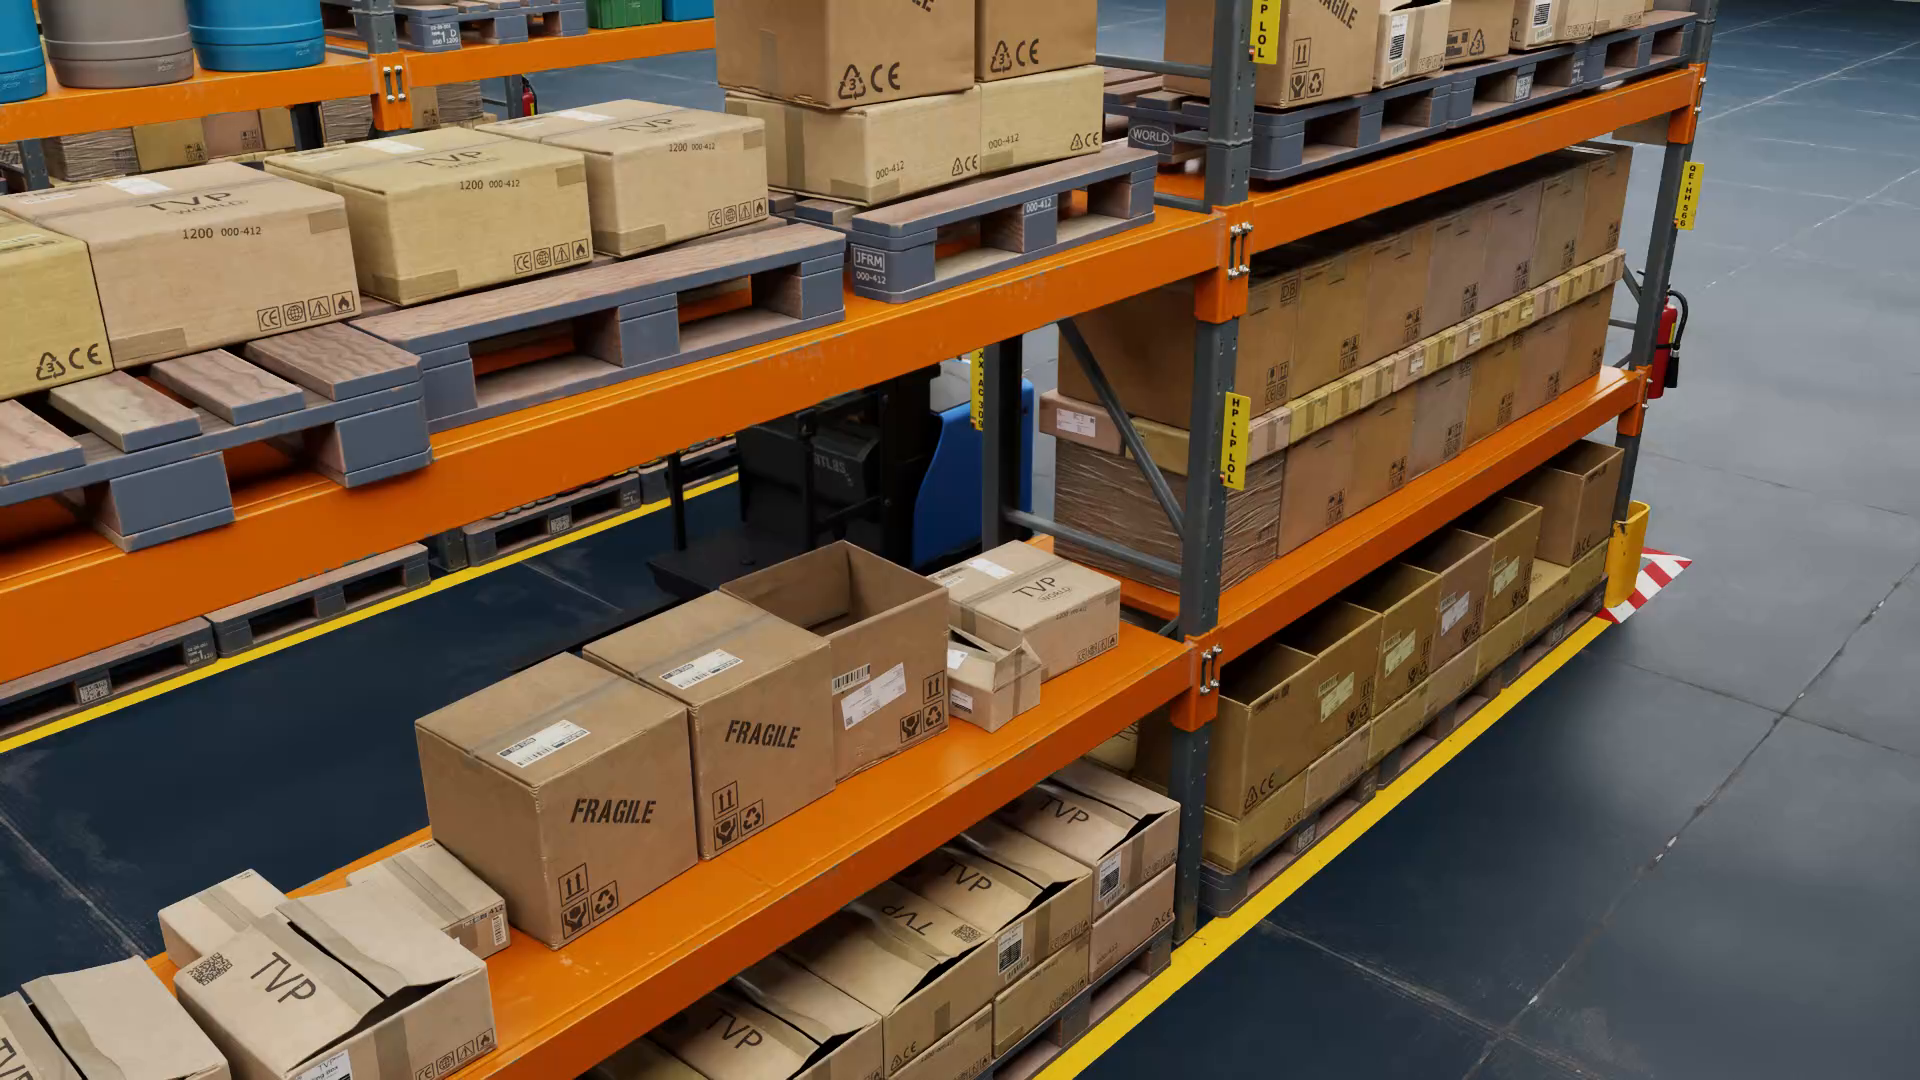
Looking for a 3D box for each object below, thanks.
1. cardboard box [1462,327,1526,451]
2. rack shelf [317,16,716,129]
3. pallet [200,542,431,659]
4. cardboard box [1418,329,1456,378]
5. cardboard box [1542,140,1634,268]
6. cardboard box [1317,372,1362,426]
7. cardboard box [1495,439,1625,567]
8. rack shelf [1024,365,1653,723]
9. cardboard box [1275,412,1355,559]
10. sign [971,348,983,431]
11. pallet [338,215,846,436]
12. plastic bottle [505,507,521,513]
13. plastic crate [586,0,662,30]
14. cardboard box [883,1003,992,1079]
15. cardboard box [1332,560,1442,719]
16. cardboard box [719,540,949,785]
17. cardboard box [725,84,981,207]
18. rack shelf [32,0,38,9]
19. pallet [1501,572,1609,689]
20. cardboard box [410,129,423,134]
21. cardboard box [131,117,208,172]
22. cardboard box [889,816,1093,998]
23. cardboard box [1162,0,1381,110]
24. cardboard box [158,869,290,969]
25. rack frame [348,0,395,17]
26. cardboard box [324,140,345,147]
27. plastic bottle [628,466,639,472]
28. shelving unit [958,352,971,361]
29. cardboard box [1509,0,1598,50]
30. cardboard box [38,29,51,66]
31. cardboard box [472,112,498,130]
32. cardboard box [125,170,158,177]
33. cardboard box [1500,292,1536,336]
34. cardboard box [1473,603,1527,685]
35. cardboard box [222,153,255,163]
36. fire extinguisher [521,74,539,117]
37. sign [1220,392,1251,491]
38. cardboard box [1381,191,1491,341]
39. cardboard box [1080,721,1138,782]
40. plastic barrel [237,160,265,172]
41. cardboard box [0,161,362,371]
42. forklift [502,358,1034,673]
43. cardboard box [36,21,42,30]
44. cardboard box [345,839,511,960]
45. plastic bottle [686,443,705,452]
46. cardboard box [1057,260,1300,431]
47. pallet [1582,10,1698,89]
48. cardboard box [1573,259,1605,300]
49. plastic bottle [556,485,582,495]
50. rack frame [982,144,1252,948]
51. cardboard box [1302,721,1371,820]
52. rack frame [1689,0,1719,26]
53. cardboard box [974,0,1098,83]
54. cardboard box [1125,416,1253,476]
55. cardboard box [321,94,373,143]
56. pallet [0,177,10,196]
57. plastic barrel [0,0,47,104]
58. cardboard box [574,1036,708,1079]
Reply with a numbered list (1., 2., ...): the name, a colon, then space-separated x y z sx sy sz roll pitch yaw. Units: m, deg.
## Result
1. cardboard box: 2.160 -0.793 7.729 0.700 0.500 0.500 20 31 38
2. rack shelf: -1.857 -2.981 9.946 1.077 0.370 4.000 20 31 38
3. pallet: -3.687 0.191 9.067 1.003 0.211 1.213 20 31 38
4. cardboard box: 1.849 -0.822 7.001 0.380 0.149 0.250 20 31 37
5. cardboard box: 2.807 -1.679 8.121 0.700 0.500 0.500 20 31 38
6. cardboard box: 1.330 -0.584 6.472 0.380 0.149 0.250 20 31 37
7. cardboard box: 3.027 -0.231 8.530 0.500 0.500 0.500 20 31 38
8. rack shelf: 1.829 -0.259 7.541 1.077 0.370 4.000 20 31 38
9. cardboard box: 1.133 -0.323 6.682 0.700 0.500 0.500 20 31 37
10. sign: 0.080 -0.560 6.178 0.100 0.325 0.005 20 31 38
11. pallet: -1.045 -0.615 4.019 1.003 0.211 1.213 22 32 40
12. plastic bottle: -2.585 -0.264 9.555 0.097 0.201 0.097 0 24 0
13. plastic crate: -1.936 -3.010 9.390 0.336 0.188 0.450 20 31 38
14. cardboard box: -0.247 1.600 5.362 0.500 0.250 0.500 21 32 39
15. cardboard box: 1.704 0.382 7.162 0.500 0.500 0.500 20 31 38
16. cardboard box: -0.382 0.366 5.144 0.500 0.500 0.500 -22 32 -39
17. cardboard box: -0.289 -1.117 4.578 0.500 0.250 0.500 17 29 33
18. rack shelf: -5.546 -4.334 12.963 1.077 0.370 4.000 20 31 38
19. pallet: 2.684 0.320 8.778 1.003 0.211 1.213 20 31 38
20. cardboard box: -4.722 -3.407 13.989 0.380 0.149 0.250 20 31 38
21. cardboard box: -6.174 -3.128 12.575 0.875 0.500 0.500 20 31 38
22. cardboard box: 0.095 1.191 5.589 0.500 0.311 0.500 21 32 39
23. cardboard box: 1.027 -1.729 5.468 0.500 0.500 0.500 -21 32 -39
24. cardboard box: -1.781 1.006 4.147 0.380 0.149 0.250 20 31 38
25. rack frame: -3.192 -4.069 7.826 1.000 3.000 0.127 20 31 38
26. cardboard box: -5.170 -3.159 13.437 0.380 0.149 0.250 20 31 38
27. plastic bottle: -2.012 -0.526 10.138 0.097 0.201 0.097 0 24 0
28. shelving unit: 0.142 -0.615 9.655 0.258 1.200 0.189 19 31 37
29. cardboard box: 2.220 -2.188 6.722 0.500 0.311 0.500 -20 31 -37
30. cardboard box: -6.391 -3.389 11.935 0.500 0.500 0.500 20 31 38
31. cardboard box: -4.247 -3.645 14.520 0.380 0.149 0.250 20 31 38
32. cardboard box: -6.190 -2.709 12.433 0.380 0.149 0.250 20 31 38
33. cardboard box: 2.362 -1.056 7.523 0.380 0.149 0.250 21 32 39
34. cardboard box: 2.369 0.419 7.997 0.500 0.250 0.500 20 31 38
35. cardboard box: -5.697 -2.940 12.949 0.380 0.149 0.250 20 31 38
36. fire extinguisher: -3.791 -3.777 14.601 0.296 0.674 0.183 20 31 38
37. sign: 0.905 -0.325 5.490 0.100 0.325 0.005 20 31 38
38. cardboard box: 1.790 -1.211 7.077 0.700 0.500 0.500 20 31 38
39. cardboard box: 0.641 0.884 6.959 0.500 0.250 0.500 20 31 38
40. plastic barrel: -3.676 -1.525 8.873 0.600 0.901 0.708 20 31 38
41. cardboard box: -1.578 -0.569 3.357 0.500 0.250 0.500 21 32 39
42. forklift: -0.924 -0.909 8.194 1.130 2.935 3.031 20 31 37
43. cardboard box: -6.785 -3.534 12.258 0.500 0.500 0.500 20 31 38
44. cardboard box: -1.366 0.951 4.269 0.250 0.149 0.380 -21 32 -39
45. plastic bottle: -1.703 -0.717 10.475 0.152 0.276 0.135 19 30 36
46. cardboard box: 0.786 -0.753 6.054 0.700 0.500 0.500 20 31 38
47. pallet: 2.673 -2.317 7.692 1.003 0.211 1.213 20 31 38
48. cardboard box: 2.877 -1.290 8.045 0.380 0.149 0.250 21 32 39
49. plastic bottle: -2.344 -0.456 9.801 0.144 0.351 0.185 21 32 39
50. rack frame: 0.494 0.022 6.035 1.000 3.000 0.127 20 31 38
51. cardboard box: 1.367 0.876 6.978 0.500 0.250 0.500 20 31 38
52. rack frame: 3.164 -3.934 7.525 1.000 3.000 0.127 20 31 38
53. cardboard box: 0.053 -1.635 4.817 0.500 0.500 0.500 21 31 38
54. cardboard box: 0.818 -0.349 5.946 0.380 0.149 0.250 20 31 37
55. cardboard box: -5.209 -3.598 13.624 0.875 0.500 0.500 20 31 38
56. pallet: -7.499 -2.403 11.679 1.003 0.211 1.213 20 31 38
57. plastic barrel: -4.243 -2.316 6.971 0.600 0.901 0.708 20 31 38
58. cardboard box: -0.921 1.651 4.563 0.500 0.311 0.500 19 30 36
